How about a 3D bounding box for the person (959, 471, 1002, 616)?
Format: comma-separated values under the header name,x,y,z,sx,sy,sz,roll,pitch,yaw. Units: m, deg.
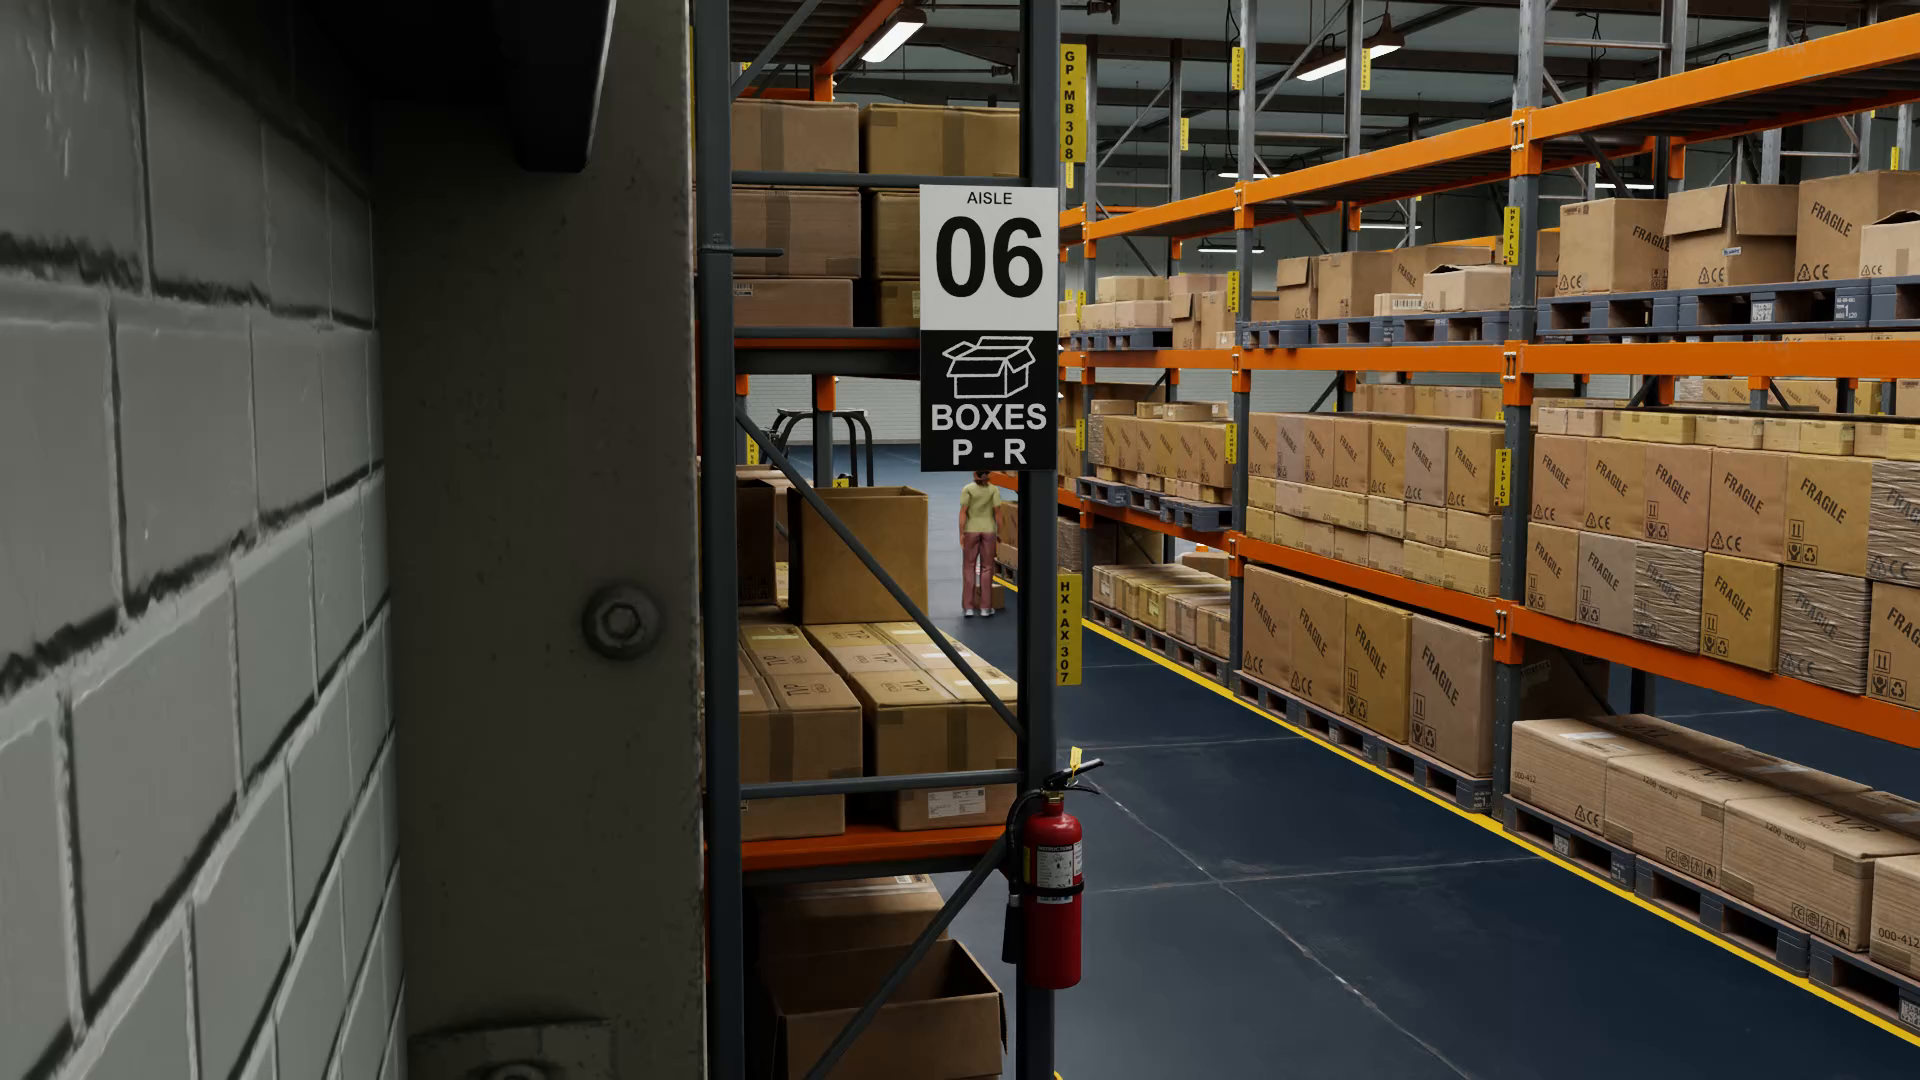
name,x,y,z,sx,sy,sz,roll,pitch,yaw
person,0.213,-0.036,17.594,0.469,1.675,0.402,-1,6,-6
